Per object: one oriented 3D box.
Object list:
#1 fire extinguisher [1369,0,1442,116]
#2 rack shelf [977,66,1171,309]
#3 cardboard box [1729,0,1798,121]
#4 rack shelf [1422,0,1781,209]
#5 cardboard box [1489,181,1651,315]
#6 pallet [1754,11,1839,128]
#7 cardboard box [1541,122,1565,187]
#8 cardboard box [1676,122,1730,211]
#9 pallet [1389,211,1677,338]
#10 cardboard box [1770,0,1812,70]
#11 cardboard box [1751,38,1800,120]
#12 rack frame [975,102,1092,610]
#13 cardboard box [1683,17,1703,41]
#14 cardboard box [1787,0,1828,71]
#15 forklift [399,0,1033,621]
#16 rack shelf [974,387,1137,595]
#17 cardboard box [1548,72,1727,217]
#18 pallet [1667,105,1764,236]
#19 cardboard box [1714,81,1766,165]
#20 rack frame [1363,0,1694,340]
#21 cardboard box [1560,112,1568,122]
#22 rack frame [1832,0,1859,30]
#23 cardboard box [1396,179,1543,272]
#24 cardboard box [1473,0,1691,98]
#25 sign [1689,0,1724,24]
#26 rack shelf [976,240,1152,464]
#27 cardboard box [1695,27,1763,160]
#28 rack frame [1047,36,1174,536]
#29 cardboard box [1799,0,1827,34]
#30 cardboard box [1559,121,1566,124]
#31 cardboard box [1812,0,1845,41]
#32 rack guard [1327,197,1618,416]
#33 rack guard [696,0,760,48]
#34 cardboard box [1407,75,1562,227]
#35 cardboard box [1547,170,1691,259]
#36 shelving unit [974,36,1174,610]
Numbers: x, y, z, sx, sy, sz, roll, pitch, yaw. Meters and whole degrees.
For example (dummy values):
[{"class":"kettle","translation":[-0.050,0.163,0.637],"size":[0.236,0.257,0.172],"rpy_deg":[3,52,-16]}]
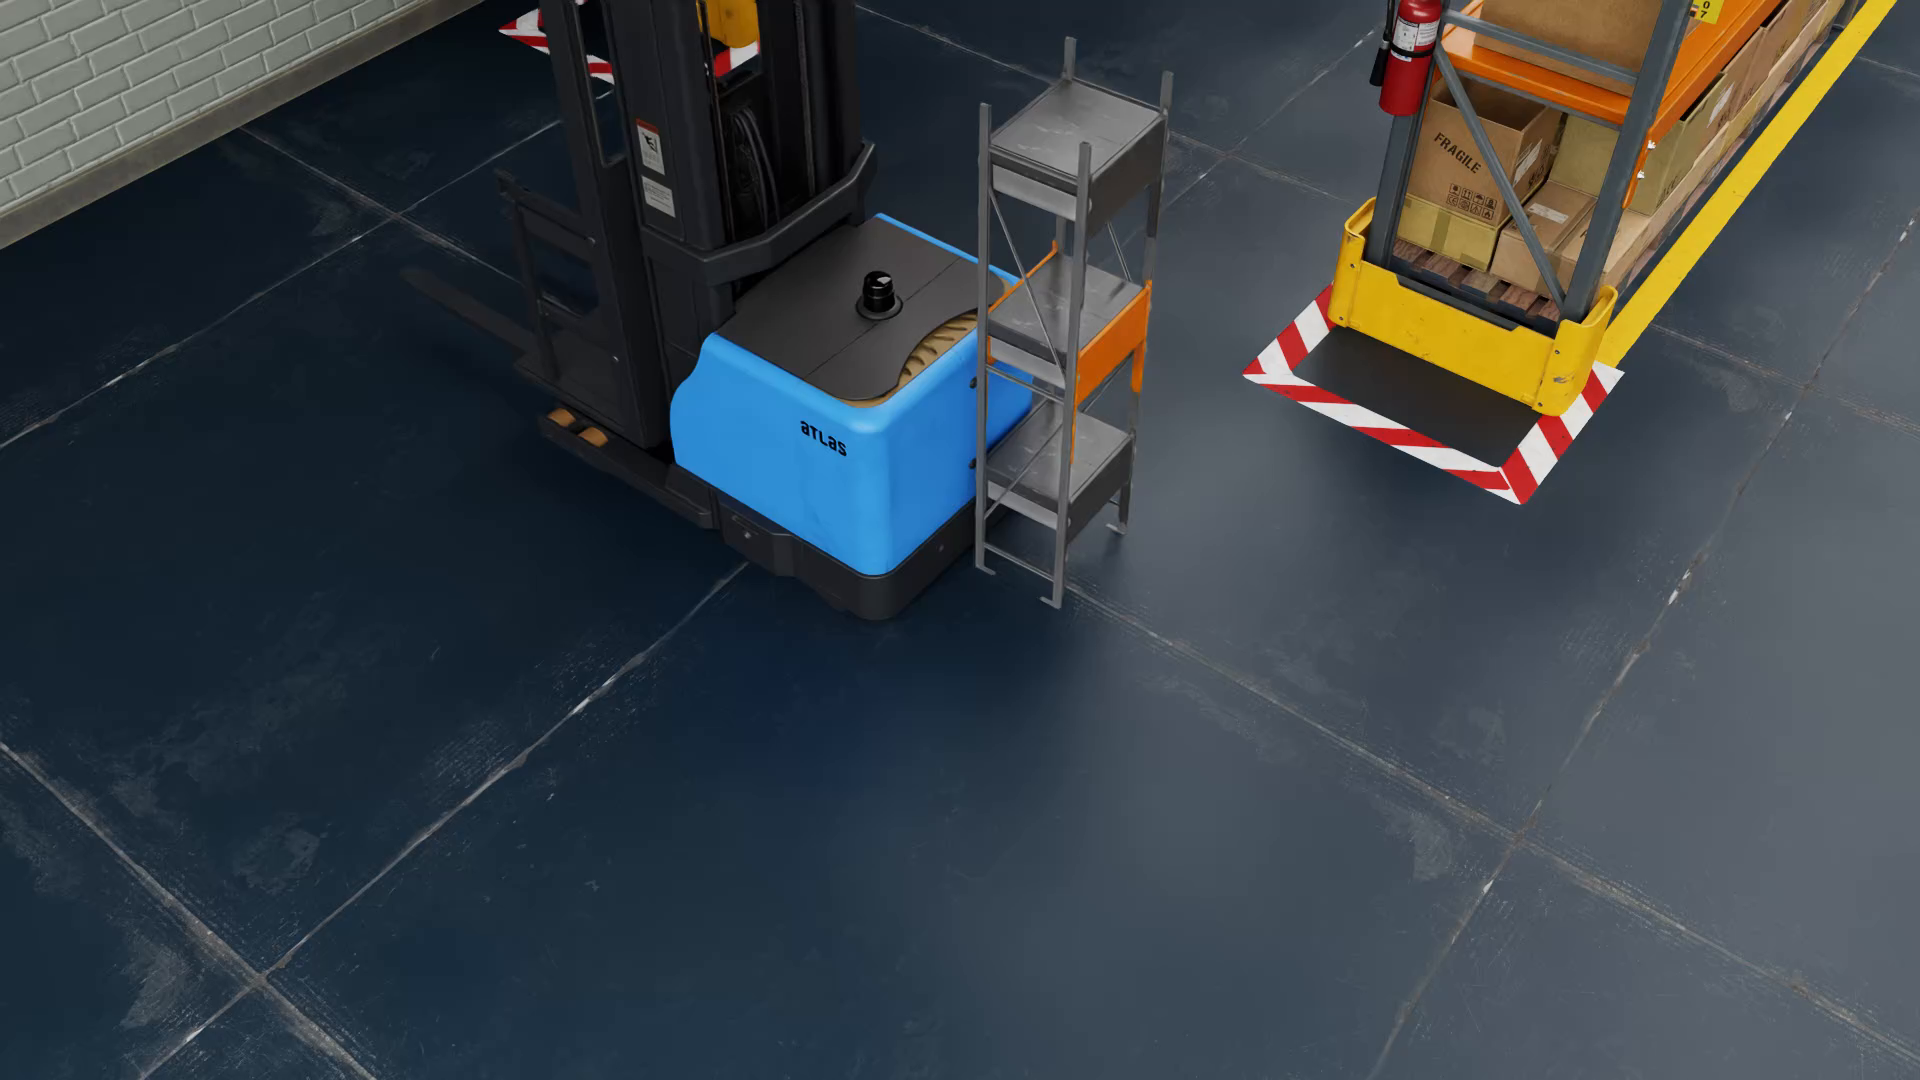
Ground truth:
[{"class":"fire extinguisher","translation":[1.827,-2.039,6.677],"size":[0.296,0.674,0.183],"rpy_deg":[29,53,25]},{"class":"rack shelf","translation":[0.369,-1.158,5.455],"size":[0.431,0.518,0.480],"rpy_deg":[27,52,23]},{"class":"cardboard box","translation":[3.690,-2.448,8.106],"size":[0.500,0.500,0.500],"rpy_deg":[29,53,25]},{"class":"rack shelf","translation":[3.489,-2.824,7.870],"size":[1.077,0.370,4.000],"rpy_deg":[29,53,25]},{"class":"cardboard box","translation":[2.770,-1.331,7.559],"size":[0.500,0.250,0.500],"rpy_deg":[29,53,25]},{"class":"pallet","translation":[4.193,-2.817,9.295],"size":[1.003,0.211,1.213],"rpy_deg":[29,53,25]},{"class":"cardboard box","translation":[2.657,-1.852,8.056],"size":[0.500,0.250,0.500],"rpy_deg":[29,53,25]},{"class":"cardboard box","translation":[3.379,-1.905,8.107],"size":[0.500,0.250,0.500],"rpy_deg":[29,53,25]},{"class":"pallet","translation":[2.701,-1.421,7.961],"size":[1.003,0.211,1.213],"rpy_deg":[29,53,25]},{"class":"cardboard box","translation":[3.984,-2.740,8.386],"size":[0.500,0.500,0.500],"rpy_deg":[29,53,25]},{"class":"cardboard box","translation":[3.994,-2.475,8.651],"size":[0.500,0.250,0.500],"rpy_deg":[29,53,25]},{"class":"rack frame","translation":[0.228,-0.540,5.814],"size":[0.400,2.100,0.015],"rpy_deg":[27,52,23]},{"class":"cardboard box","translation":[2.879,-2.526,7.020],"size":[0.700,0.500,0.500],"rpy_deg":[31,53,26]},{"class":"cardboard box","translation":[4.288,-2.768,8.931],"size":[0.500,0.250,0.500],"rpy_deg":[29,53,25]},{"class":"forklift","translation":[-1.172,-1.596,6.248],"size":[3.031,2.935,1.130],"rpy_deg":[30,53,25]},{"class":"rack shelf","translation":[0.369,-0.191,6.467],"size":[0.431,0.518,0.480],"rpy_deg":[27,52,23]},{"class":"cardboard box","translation":[3.075,-1.877,7.562],"size":[0.500,0.500,0.500],"rpy_deg":[29,53,25]},{"class":"pallet","translation":[3.447,-2.116,8.625],"size":[1.003,0.211,1.213],"rpy_deg":[29,53,25]},{"class":"cardboard box","translation":[3.689,-2.189,8.378],"size":[0.500,0.250,0.500],"rpy_deg":[29,53,25]},{"class":"rack frame","translation":[2.266,-1.928,6.517],"size":[1.000,3.000,0.127],"rpy_deg":[29,53,25]},{"class":"cardboard box","translation":[2.959,-2.399,8.060],"size":[0.500,0.500,0.500],"rpy_deg":[29,53,25]},{"class":"rack frame","translation":[4.712,-4.217,8.703],"size":[1.000,3.000,0.127],"rpy_deg":[29,53,25]},{"class":"cardboard box","translation":[2.361,-1.560,7.777],"size":[0.500,0.250,0.500],"rpy_deg":[29,53,25]},{"class":"cardboard box","translation":[2.562,-2.224,6.731],"size":[0.700,0.500,0.500],"rpy_deg":[29,53,25]},{"class":"sign","translation":[2.702,-2.005,5.938],"size":[0.100,0.325,0.005],"rpy_deg":[29,53,25]},{"class":"rack shelf","translation":[0.369,-0.675,5.961],"size":[0.431,0.518,0.480],"rpy_deg":[27,52,23]},{"class":"cardboard box","translation":[3.370,-2.169,7.840],"size":[0.500,0.500,0.500],"rpy_deg":[29,53,25]},{"class":"rack frame","translation":[0.509,-0.828,6.089],"size":[0.400,2.100,0.015],"rpy_deg":[27,52,23]},{"class":"cardboard box","translation":[4.287,-3.028,8.661],"size":[0.500,0.500,0.500],"rpy_deg":[29,53,25]},{"class":"cardboard box","translation":[2.961,-2.139,8.330],"size":[0.500,0.250,0.500],"rpy_deg":[29,53,25]},{"class":"cardboard box","translation":[4.601,-3.050,9.200],"size":[0.500,0.250,0.500],"rpy_deg":[29,53,25]},{"class":"rack guard","translation":[2.252,-1.051,7.408],"size":[1.175,0.500,0.348],"rpy_deg":[29,53,25]},{"class":"rack guard","translation":[-1.609,-3.296,9.552],"size":[1.175,0.500,0.348],"rpy_deg":[29,53,25]},{"class":"cardboard box","translation":[2.359,-1.820,7.507],"size":[0.500,0.500,0.500],"rpy_deg":[29,53,25]},{"class":"cardboard box","translation":[3.073,-1.619,7.833],"size":[0.500,0.250,0.500],"rpy_deg":[29,53,25]},{"class":"shelving unit","translation":[0.369,-0.684,5.951],"size":[0.431,2.100,0.503],"rpy_deg":[27,52,23]}]
